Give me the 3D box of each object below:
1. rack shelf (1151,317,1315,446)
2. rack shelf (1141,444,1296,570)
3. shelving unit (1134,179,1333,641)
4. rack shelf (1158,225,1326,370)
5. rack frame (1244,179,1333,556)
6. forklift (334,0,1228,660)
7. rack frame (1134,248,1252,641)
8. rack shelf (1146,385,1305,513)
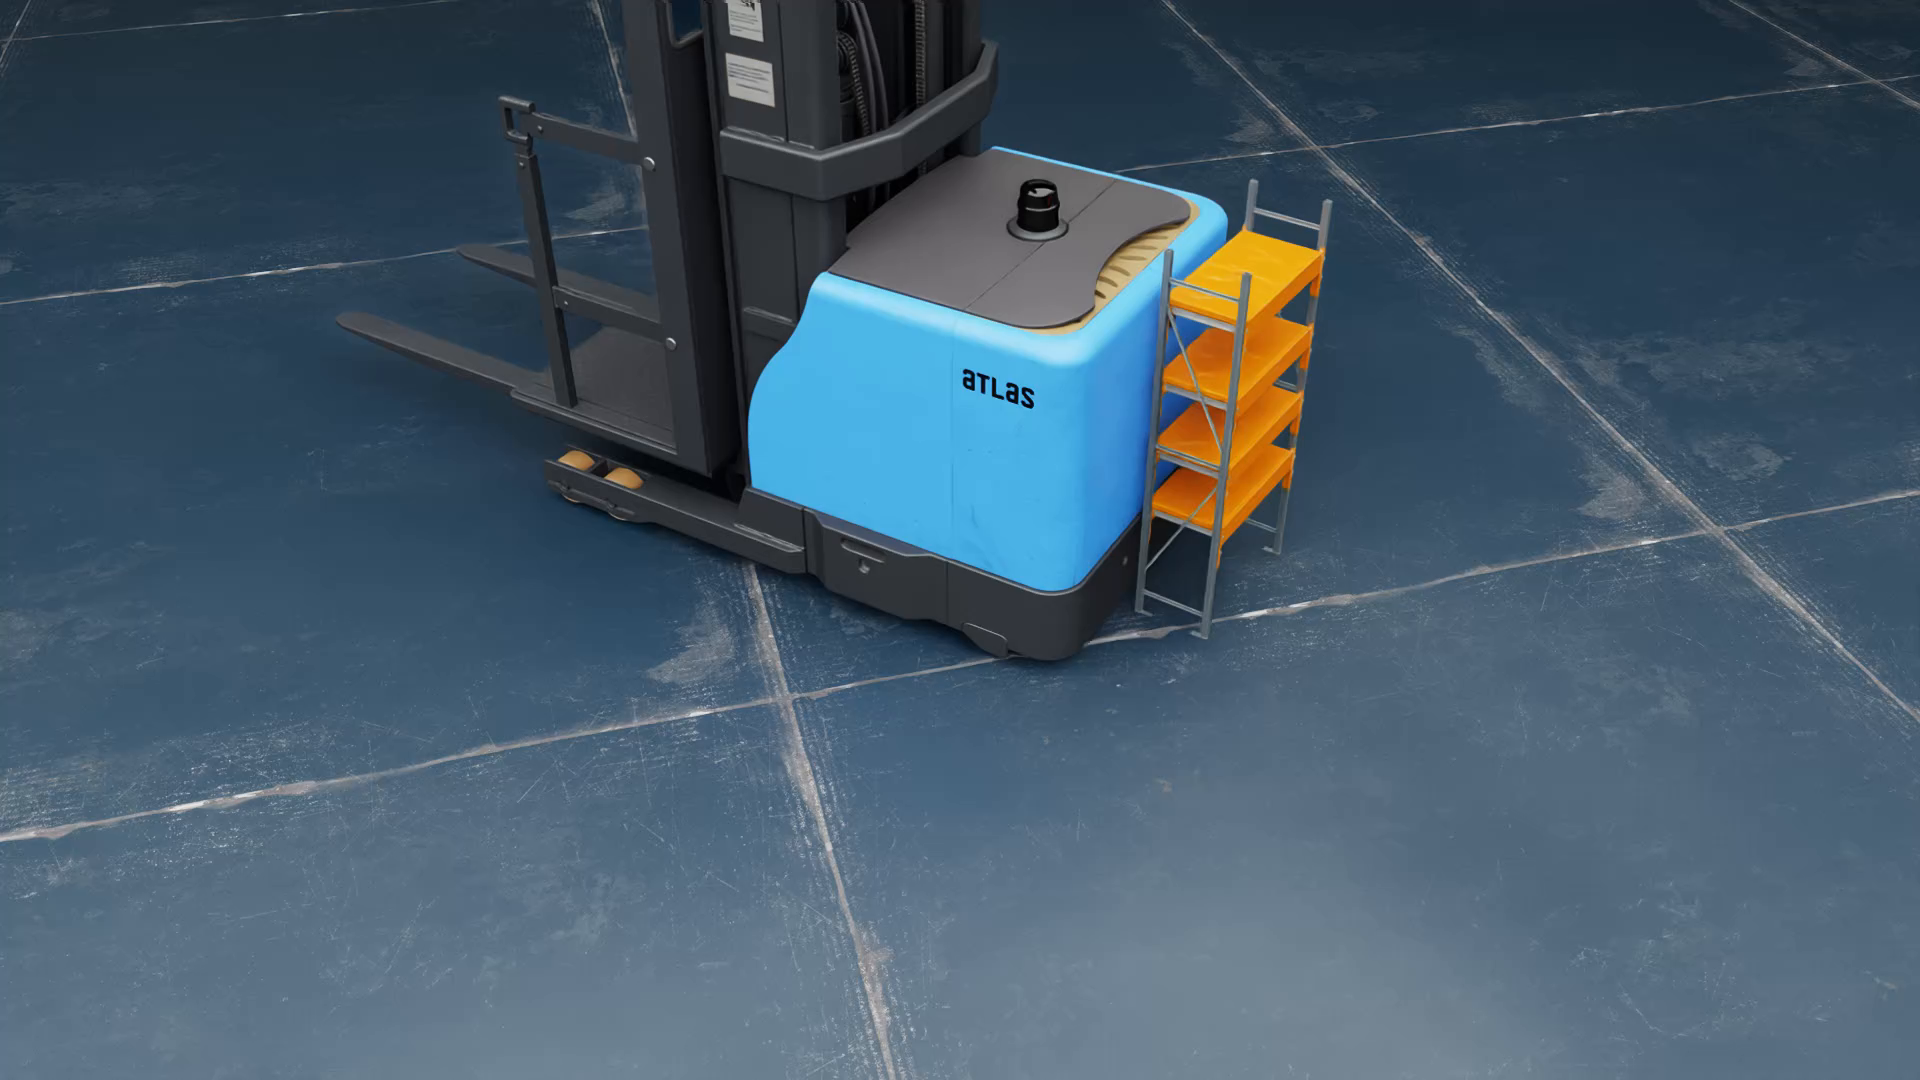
[{"bbox_3d":[0.761,-0.472,4.623,0.258,0.148,0.480,22,43,26],"label":"rack shelf"},{"bbox_3d":[0.761,-0.137,4.879,0.258,0.148,0.480,22,43,26],"label":"rack shelf"},{"bbox_3d":[0.761,-0.348,4.718,0.258,1.200,0.503,22,43,26],"label":"shelving unit"},{"bbox_3d":[0.761,-0.660,4.479,0.258,0.148,0.480,22,43,26],"label":"rack shelf"},{"bbox_3d":[0.898,-0.471,4.878,0.240,1.200,0.015,22,43,26],"label":"rack frame"},{"bbox_3d":[-0.751,-1.482,4.775,3.031,2.935,1.130,20,42,24],"label":"forklift"},{"bbox_3d":[0.625,-0.225,4.557,0.240,1.200,0.015,22,43,26],"label":"rack frame"},{"bbox_3d":[0.761,-0.295,4.758,0.258,0.148,0.480,22,43,26],"label":"rack shelf"}]
